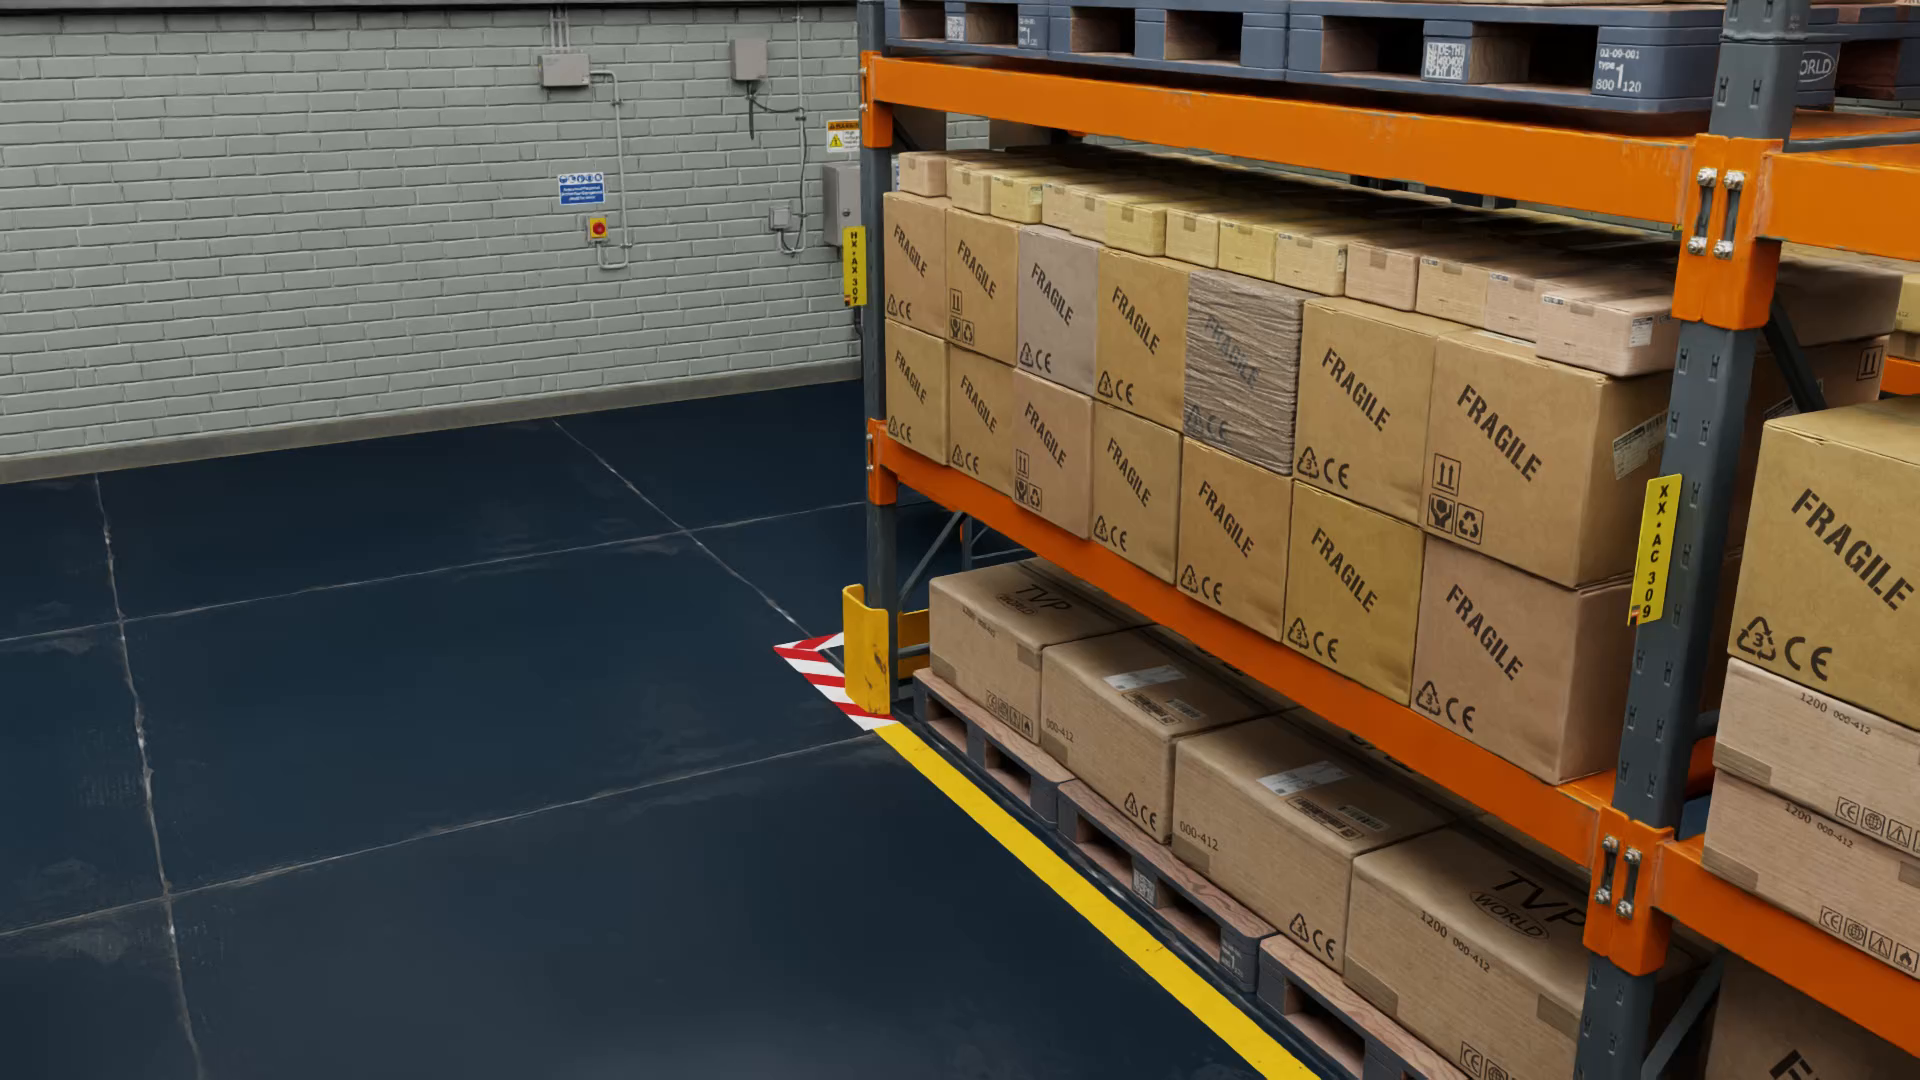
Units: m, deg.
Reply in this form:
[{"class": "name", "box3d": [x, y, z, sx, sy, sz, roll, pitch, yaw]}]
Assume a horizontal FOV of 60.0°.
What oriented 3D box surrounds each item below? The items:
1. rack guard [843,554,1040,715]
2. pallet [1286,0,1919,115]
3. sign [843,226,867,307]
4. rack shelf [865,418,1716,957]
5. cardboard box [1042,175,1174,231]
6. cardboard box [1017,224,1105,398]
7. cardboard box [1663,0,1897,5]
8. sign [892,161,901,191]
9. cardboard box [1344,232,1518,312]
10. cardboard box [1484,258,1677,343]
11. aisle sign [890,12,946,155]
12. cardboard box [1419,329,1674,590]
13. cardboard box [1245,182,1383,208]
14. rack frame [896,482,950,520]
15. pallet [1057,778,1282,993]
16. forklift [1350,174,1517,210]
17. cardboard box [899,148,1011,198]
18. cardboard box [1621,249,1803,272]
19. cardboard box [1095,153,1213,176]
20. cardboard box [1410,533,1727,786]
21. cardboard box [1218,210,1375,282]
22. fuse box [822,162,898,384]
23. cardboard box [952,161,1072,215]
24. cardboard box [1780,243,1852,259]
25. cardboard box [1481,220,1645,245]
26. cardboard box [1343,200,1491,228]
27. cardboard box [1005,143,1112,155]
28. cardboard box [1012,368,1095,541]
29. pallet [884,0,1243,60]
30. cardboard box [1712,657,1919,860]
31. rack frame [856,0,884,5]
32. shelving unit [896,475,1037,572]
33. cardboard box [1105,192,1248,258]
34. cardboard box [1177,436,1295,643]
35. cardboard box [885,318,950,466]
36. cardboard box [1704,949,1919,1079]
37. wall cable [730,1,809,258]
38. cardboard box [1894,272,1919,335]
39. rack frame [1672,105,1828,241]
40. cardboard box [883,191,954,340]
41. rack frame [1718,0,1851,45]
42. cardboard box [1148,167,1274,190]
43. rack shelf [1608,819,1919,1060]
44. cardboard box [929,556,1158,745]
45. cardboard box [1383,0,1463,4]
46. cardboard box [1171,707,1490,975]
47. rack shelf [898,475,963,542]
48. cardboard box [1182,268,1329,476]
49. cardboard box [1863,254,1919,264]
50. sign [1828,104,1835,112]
[{"class": "rack guard", "box3d": [0.047, 0.409, 7.678, 1.175, 0.500, 0.348, -10, 21, -27]}, {"class": "pallet", "box3d": [1.578, -1.230, 4.133, 1.003, 0.211, 1.213, -10, 21, -27]}, {"class": "sign", "box3d": [-0.433, -1.128, 6.852, 0.100, 0.325, 0.005, -10, 21, -27]}, {"class": "rack shelf", "box3d": [1.008, 0.149, 5.704, 1.077, 0.370, 4.000, -10, 21, -27]}, {"class": "cardboard box", "box3d": [0.505, -1.150, 5.686, 0.380, 0.149, 0.250, -10, 21, -26]}, {"class": "cardboard box", "box3d": [0.538, -0.809, 5.693, 0.500, 0.500, 0.500, -10, 21, -27]}, {"class": "cardboard box", "box3d": [1.863, -1.529, 3.916, 0.500, 0.500, 0.500, -10, 21, -26]}, {"class": "sign", "box3d": [-0.386, -2.755, 13.162, 0.329, 0.494, 0.001, -10, 21, -27]}, {"class": "cardboard box", "box3d": [1.256, -0.718, 4.434, 0.380, 0.149, 0.250, -10, 21, -27]}, {"class": "cardboard box", "box3d": [1.501, -0.575, 4.019, 0.380, 0.149, 0.250, -9, 21, -25]}, {"class": "aisle sign", "box3d": [-0.231, -1.970, 6.756, 0.394, 0.787, 0.004, -10, 21, -27]}, {"class": "cardboard box", "box3d": [1.490, -0.230, 4.012, 0.500, 0.500, 0.500, -10, 21, -27]}, {"class": "cardboard box", "box3d": [1.167, -1.084, 5.493, 0.380, 0.149, 0.250, -9, 21, -25]}, {"class": "rack frame", "box3d": [-0.245, -0.680, 9.876, 0.500, 1.125, 0.032, -10, 21, -27]}, {"class": "pallet", "box3d": [1.082, 1.120, 6.062, 1.003, 0.211, 1.213, -10, 21, -27]}, {"class": "forklift", "box3d": [3.286, -1.889, 10.612, 3.031, 2.935, 1.130, -9, 21, -24]}, {"class": "cardboard box", "box3d": [-0.017, -1.447, 6.546, 0.380, 0.149, 0.250, -9, 21, -26]}, {"class": "cardboard box", "box3d": [1.900, -0.645, 4.223, 0.380, 0.149, 0.250, -10, 21, -26]}, {"class": "cardboard box", "box3d": [0.743, -1.390, 6.379, 0.380, 0.149, 0.250, -10, 22, -27]}, {"class": "cardboard box", "box3d": [1.512, 0.242, 4.178, 0.500, 0.500, 0.500, -10, 21, -26]}, {"class": "cardboard box", "box3d": [0.980, -0.859, 4.843, 0.380, 0.149, 0.250, -10, 22, -28]}, {"class": "fuse box", "box3d": [-0.722, -2.055, 12.963, 0.539, 1.711, 0.414, -10, 21, -27]}, {"class": "cardboard box", "box3d": [0.193, -1.290, 6.092, 0.380, 0.149, 0.250, -9, 21, -25]}, {"class": "cardboard box", "box3d": [4.403, -1.433, 8.959, 0.500, 0.250, 0.500, -10, 21, -26]}, {"class": "cardboard box", "box3d": [1.678, -0.793, 4.651, 0.380, 0.149, 0.250, -10, 21, -27]}, {"class": "cardboard box", "box3d": [1.385, -0.933, 5.057, 0.380, 0.149, 0.250, -10, 21, -27]}, {"class": "cardboard box", "box3d": [0.405, -1.520, 6.757, 0.380, 0.149, 0.250, -10, 21, -26]}, {"class": "cardboard box", "box3d": [0.524, -0.341, 5.867, 0.500, 0.500, 0.500, -10, 21, -27]}, {"class": "pallet", "box3d": [0.420, -1.930, 6.163, 1.003, 0.211, 1.213, -10, 21, -27]}, {"class": "cardboard box", "box3d": [1.918, 0.388, 3.373, 0.500, 0.250, 0.500, -11, 22, -28]}, {"class": "rack frame", "box3d": [0.058, -3.601, 6.272, 1.000, 3.000, 0.127, -10, 21, -27]}, {"class": "shelving unit", "box3d": [-0.003, -0.534, 9.454, 0.538, 1.125, 1.048, -10, 21, -27]}, {"class": "cardboard box", "box3d": [0.682, -0.995, 5.237, 0.380, 0.149, 0.250, -11, 22, -28]}, {"class": "cardboard box", "box3d": [1.011, -0.047, 5.015, 0.500, 0.500, 0.500, -10, 22, -27]}, {"class": "cardboard box", "box3d": [0.033, -0.630, 6.706, 0.500, 0.500, 0.500, -10, 21, -27]}, {"class": "cardboard box", "box3d": [2.322, 1.354, 3.721, 0.875, 0.875, 0.875, -9, 21, -25]}, {"class": "wall cable", "box3d": [-1.397, -3.084, 12.412, 0.588, 1.984, 0.122, -10, 21, -27]}, {"class": "cardboard box", "box3d": [4.886, -1.143, 8.120, 0.500, 0.250, 0.500, -10, 22, -28]}, {"class": "rack frame", "box3d": [4.425, -1.535, 9.482, 1.000, 3.000, 0.127, -10, 21, -27]}, {"class": "cardboard box", "box3d": [0.035, -1.103, 6.544, 0.500, 0.500, 0.500, -11, 22, -28]}, {"class": "rack frame", "box3d": [1.958, -2.453, 2.944, 1.000, 3.000, 0.127, -10, 21, -27]}, {"class": "cardboard box", "box3d": [0.888, -1.225, 5.902, 0.380, 0.149, 0.250, -10, 22, -27]}, {"class": "rack shelf", "box3d": [2.907, 1.297, 2.376, 1.077, 0.370, 4.000, -10, 21, -27]}, {"class": "cardboard box", "box3d": [0.459, 0.421, 7.096, 0.875, 0.438, 0.875, -11, 22, -28]}, {"class": "cardboard box", "box3d": [1.247, -1.372, 3.997, 0.380, 0.149, 0.250, -9, 21, -25]}, {"class": "cardboard box", "box3d": [1.328, 0.942, 5.587, 0.875, 0.438, 0.875, -11, 22, -28]}, {"class": "rack shelf", "box3d": [-0.003, -0.303, 9.533, 0.538, 0.278, 1.000, -10, 21, -27]}, {"class": "cardboard box", "box3d": [1.007, -0.521, 4.857, 0.500, 0.500, 0.500, -10, 21, -26]}, {"class": "cardboard box", "box3d": [5.120, -1.366, 8.765, 0.500, 0.250, 0.500, -10, 21, -26]}, {"class": "sign", "box3d": [4.923, -2.312, 9.474, 0.100, 0.325, 0.005, -10, 21, -27]}]
